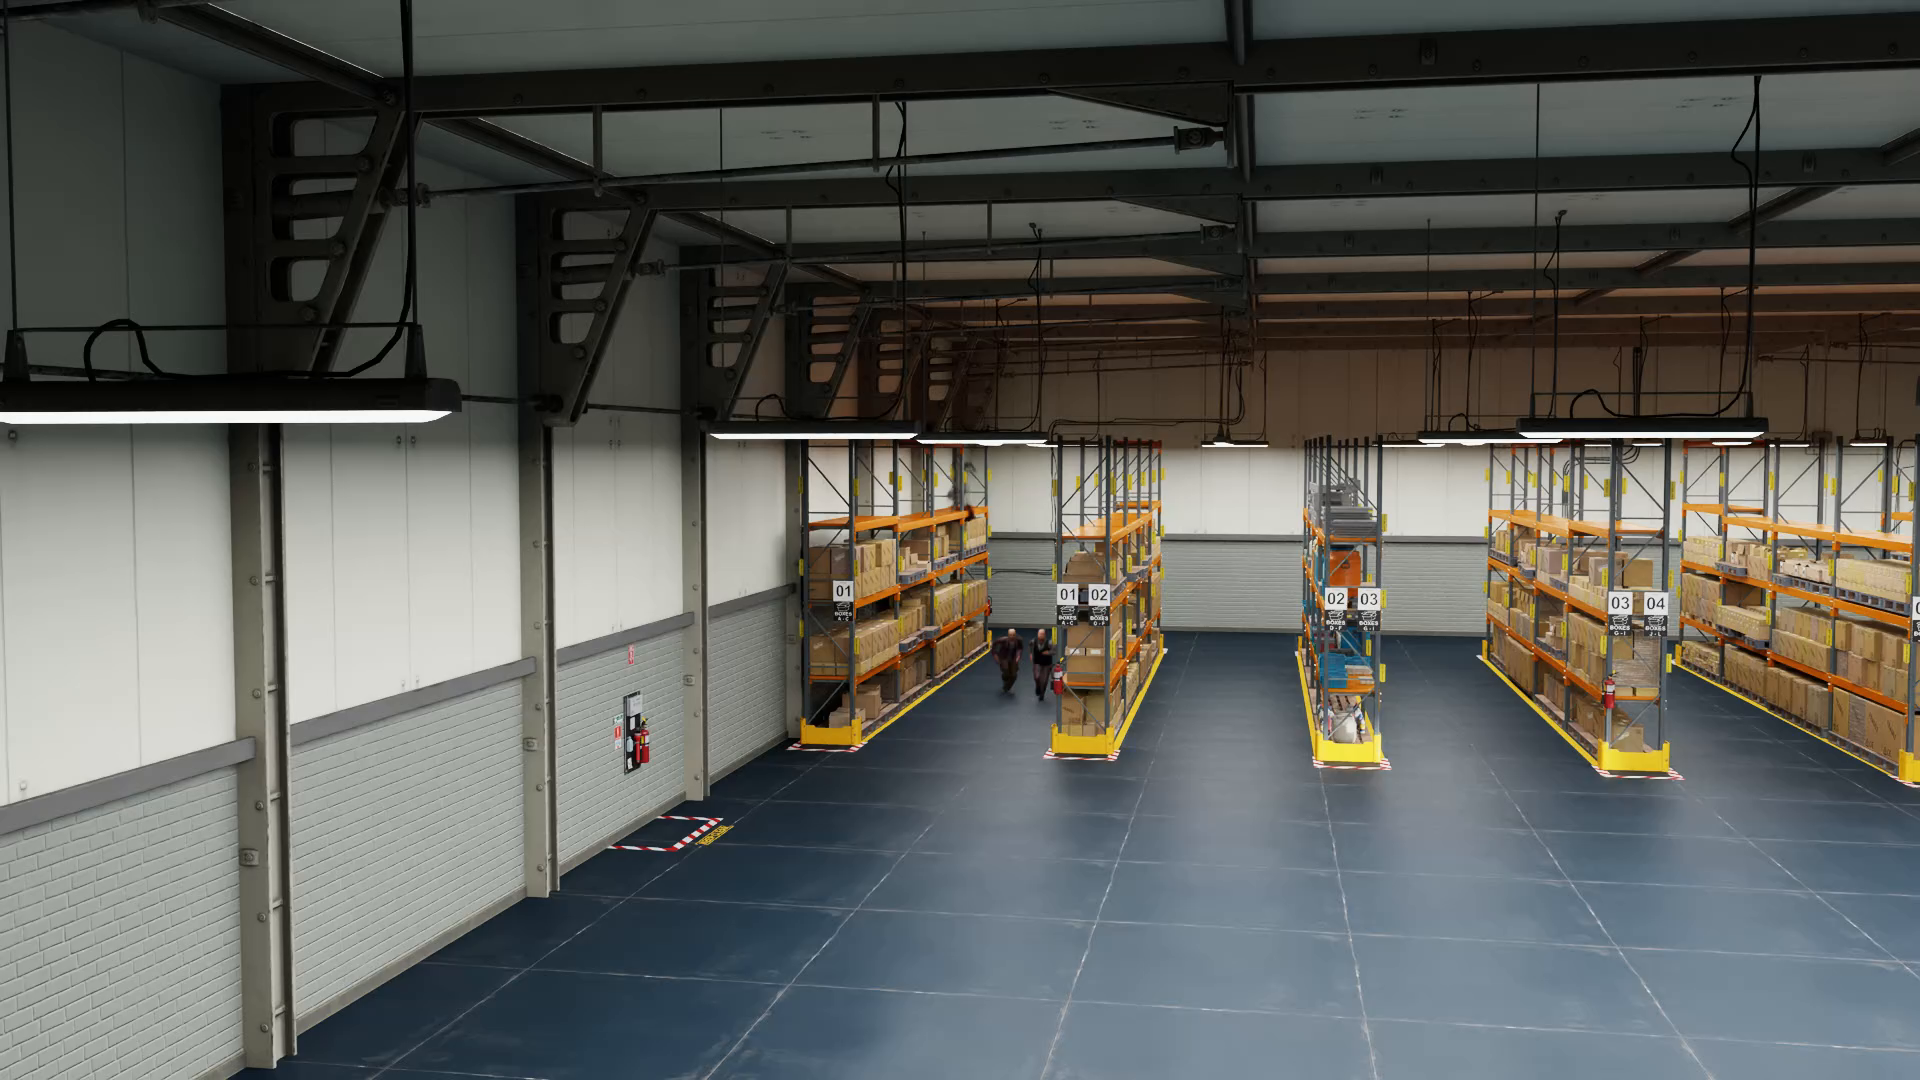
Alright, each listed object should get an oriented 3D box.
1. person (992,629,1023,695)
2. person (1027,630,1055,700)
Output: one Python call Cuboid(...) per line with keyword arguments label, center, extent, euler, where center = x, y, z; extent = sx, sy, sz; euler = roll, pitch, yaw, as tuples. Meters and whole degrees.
Cuboid(label="person", center=(1.098, 2.838, 38.833), extent=(0.735, 1.591, 0.887), euler=(-1, 3, -13))
Cuboid(label="person", center=(1.846, 2.846, 37.849), extent=(0.644, 1.646, 0.804), euler=(0, 3, 3))
